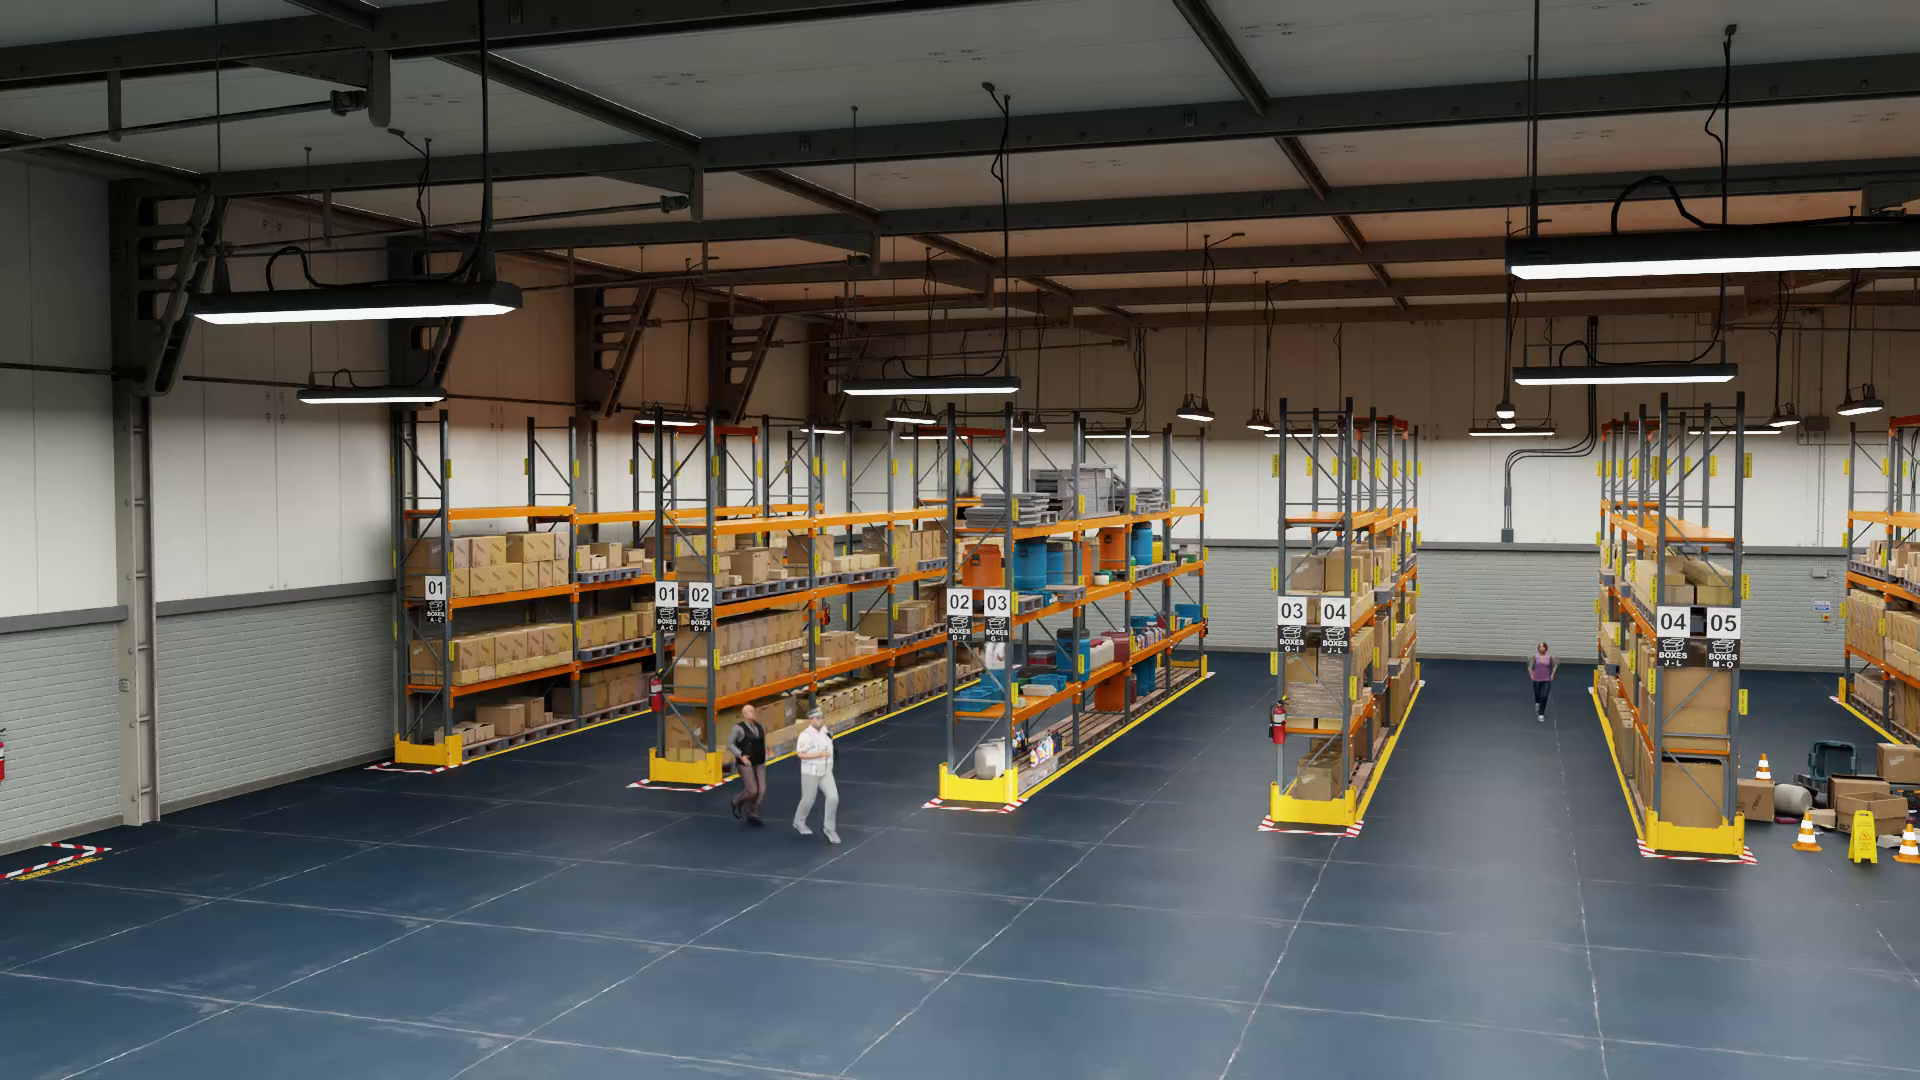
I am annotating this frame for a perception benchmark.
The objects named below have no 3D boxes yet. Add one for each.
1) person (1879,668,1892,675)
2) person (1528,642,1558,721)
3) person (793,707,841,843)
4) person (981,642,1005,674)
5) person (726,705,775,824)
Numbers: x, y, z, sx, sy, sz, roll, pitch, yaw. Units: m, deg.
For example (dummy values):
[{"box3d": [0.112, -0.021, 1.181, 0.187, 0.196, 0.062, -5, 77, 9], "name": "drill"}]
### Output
[{"box3d": [20.382, 2.615, 36.530, 0.682, 1.615, 0.731, -1, 3, -24], "name": "person"}, {"box3d": [11.647, 2.813, 33.236, 0.552, 1.563, 0.666, 1, 3, 19], "name": "person"}, {"box3d": [-1.948, 3.163, 22.406, 0.643, 1.852, 0.819, -2, 3, -43], "name": "person"}, {"box3d": [0.725, 2.656, 34.100, 0.667, 1.750, 0.919, 0, 2, 11], "name": "person"}, {"box3d": [-2.934, 3.157, 23.419, 0.604, 1.673, 0.657, 2, 3, 43], "name": "person"}]
